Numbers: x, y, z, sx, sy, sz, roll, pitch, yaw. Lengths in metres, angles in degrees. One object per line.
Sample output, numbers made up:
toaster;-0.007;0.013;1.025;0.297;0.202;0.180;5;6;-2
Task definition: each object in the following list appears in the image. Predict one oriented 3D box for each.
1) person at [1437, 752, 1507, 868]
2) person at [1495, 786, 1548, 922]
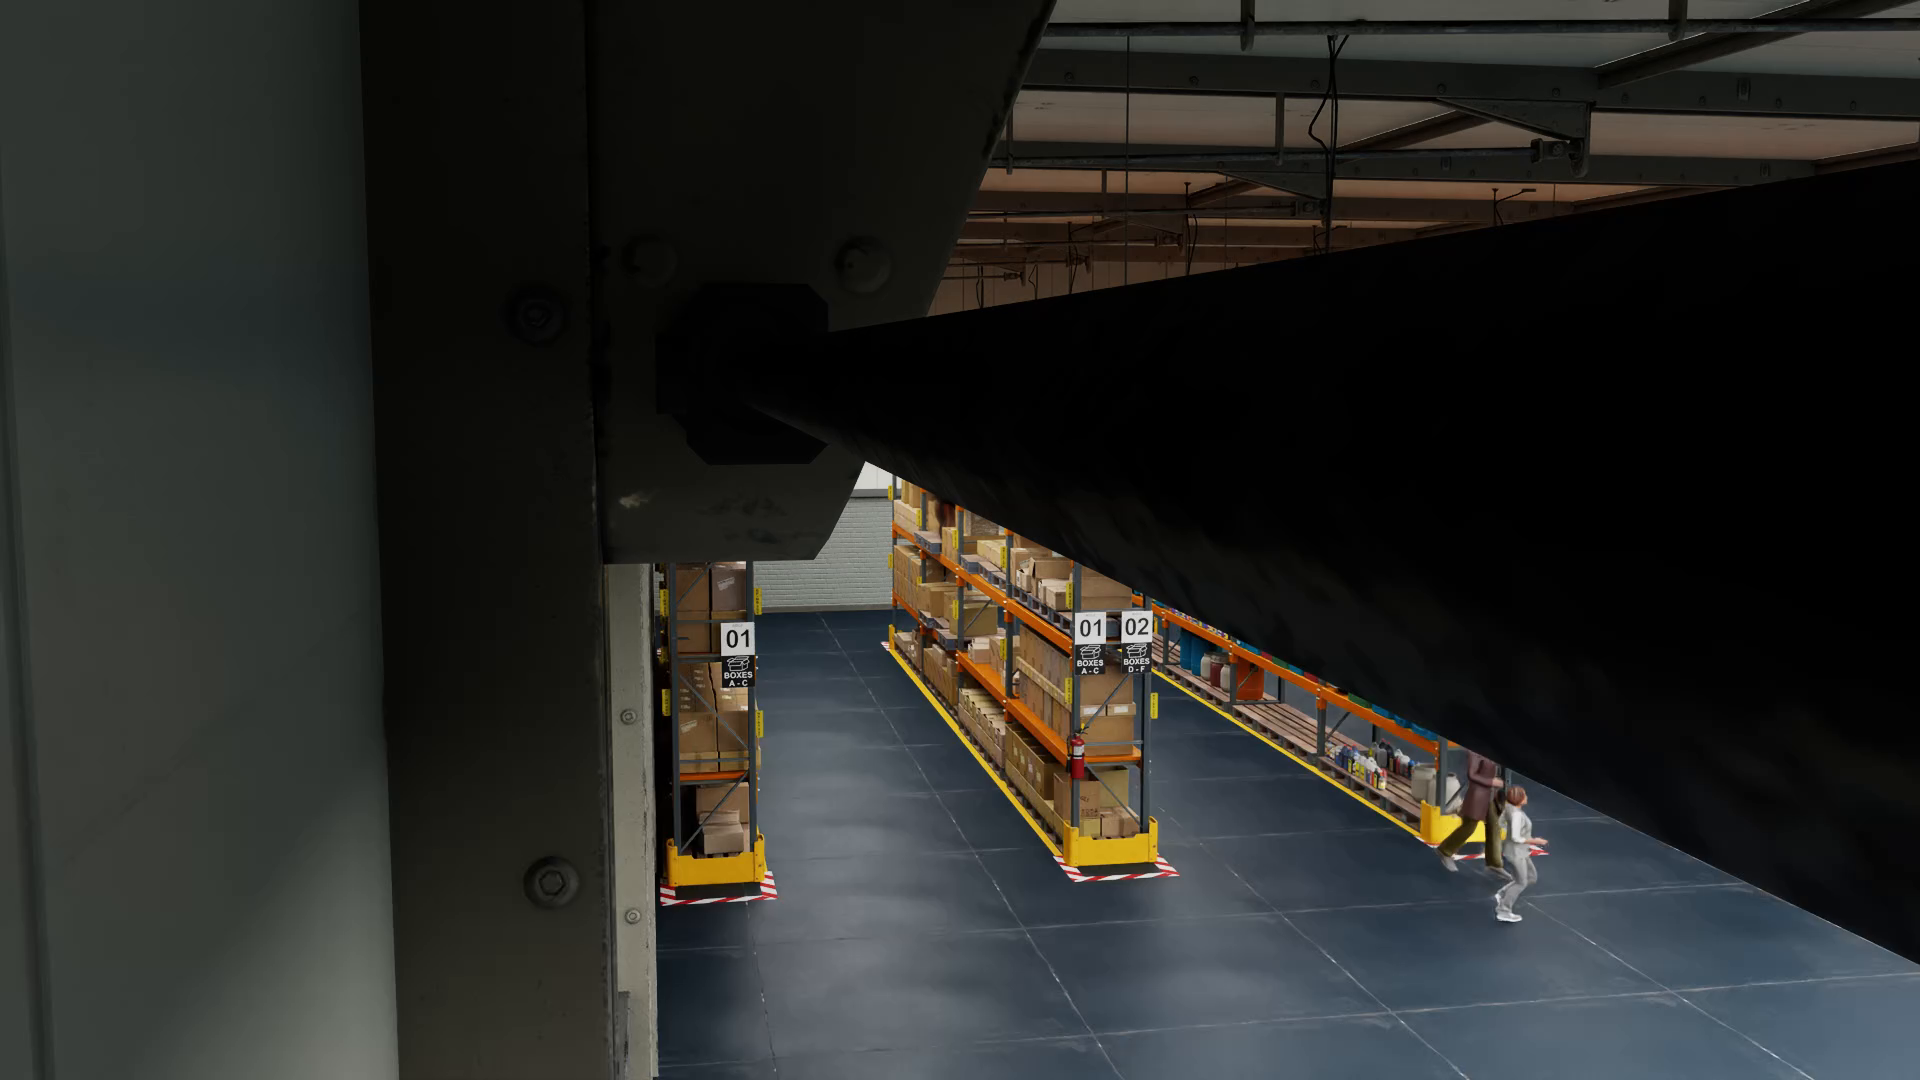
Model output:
person;6.417;3.161;20.579;0.785;1.686;0.743;5;8;41
person;6.321;3.531;18.713;0.534;1.557;0.523;1;6;13
